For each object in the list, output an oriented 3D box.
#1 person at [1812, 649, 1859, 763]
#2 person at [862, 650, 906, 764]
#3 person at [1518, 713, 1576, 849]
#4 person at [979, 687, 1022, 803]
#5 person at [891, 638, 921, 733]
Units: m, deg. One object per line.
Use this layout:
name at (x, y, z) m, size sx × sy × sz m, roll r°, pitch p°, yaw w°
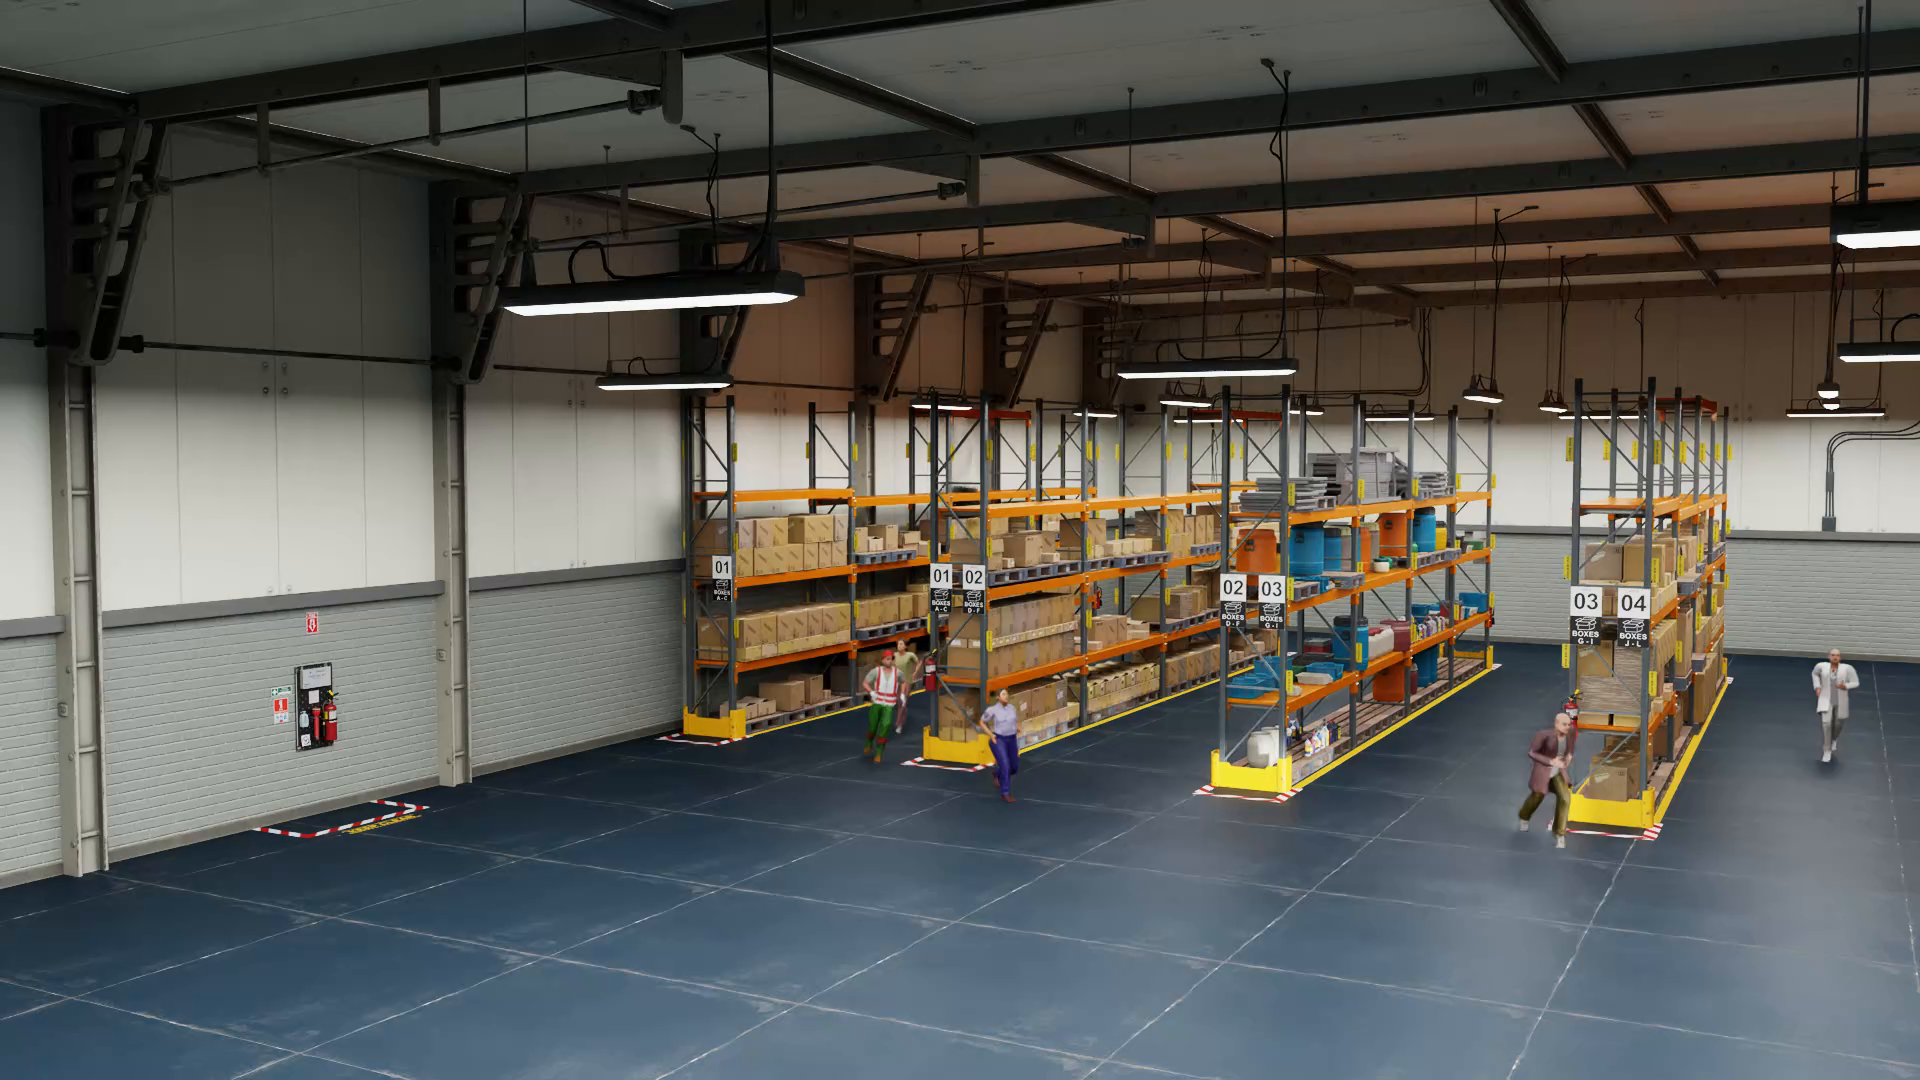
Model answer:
person at (14.343, 2.694, 27.257) m, size 0.668 × 1.836 × 1.088 m, roll 1°, pitch 3°, yaw 23°
person at (-1.230, 2.682, 27.023) m, size 0.721 × 1.779 × 0.946 m, roll 0°, pitch 3°, yaw -3°
person at (7.547, 3.059, 21.431) m, size 0.753 × 1.753 × 1.056 m, roll -1°, pitch 3°, yaw -14°
person at (0.605, 2.934, 24.030) m, size 0.629 × 1.608 × 0.767 m, roll -2°, pitch 4°, yaw -33°
person at (-1.010, 2.601, 30.036) m, size 0.587 × 1.669 × 0.895 m, roll 1°, pitch 3°, yaw 16°
